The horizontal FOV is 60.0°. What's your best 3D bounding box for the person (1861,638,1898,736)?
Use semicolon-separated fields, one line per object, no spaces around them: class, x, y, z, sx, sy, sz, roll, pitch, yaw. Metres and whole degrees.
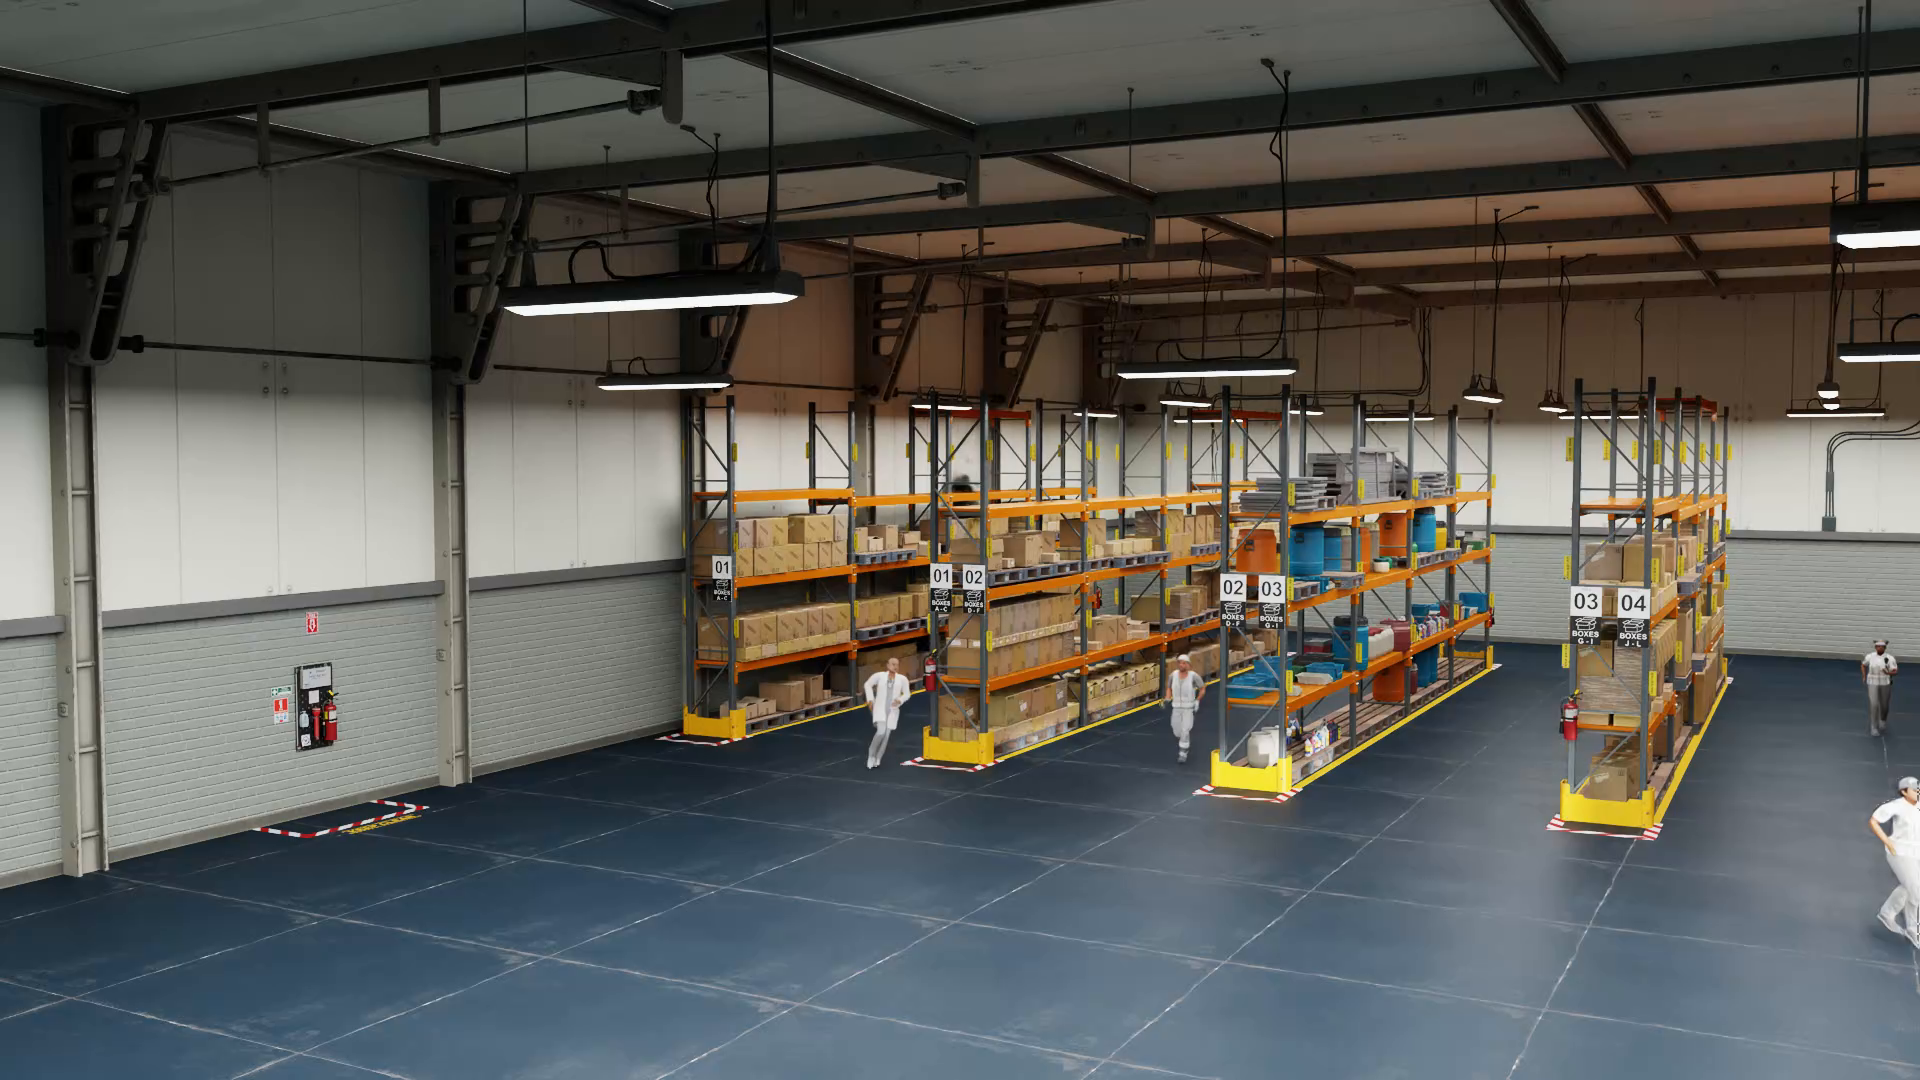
person;16.315;2.581;29.511;0.576;1.686;0.919;2;3;27

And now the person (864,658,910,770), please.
person;-1.141;2.747;26.399;0.706;1.749;0.673;-1;3;-15

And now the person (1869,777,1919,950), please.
person;9.694;3.272;17.018;0.587;1.715;0.730;-1;3;-22

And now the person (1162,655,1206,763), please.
person;3.678;2.714;27.032;0.646;1.738;0.711;1;3;26
